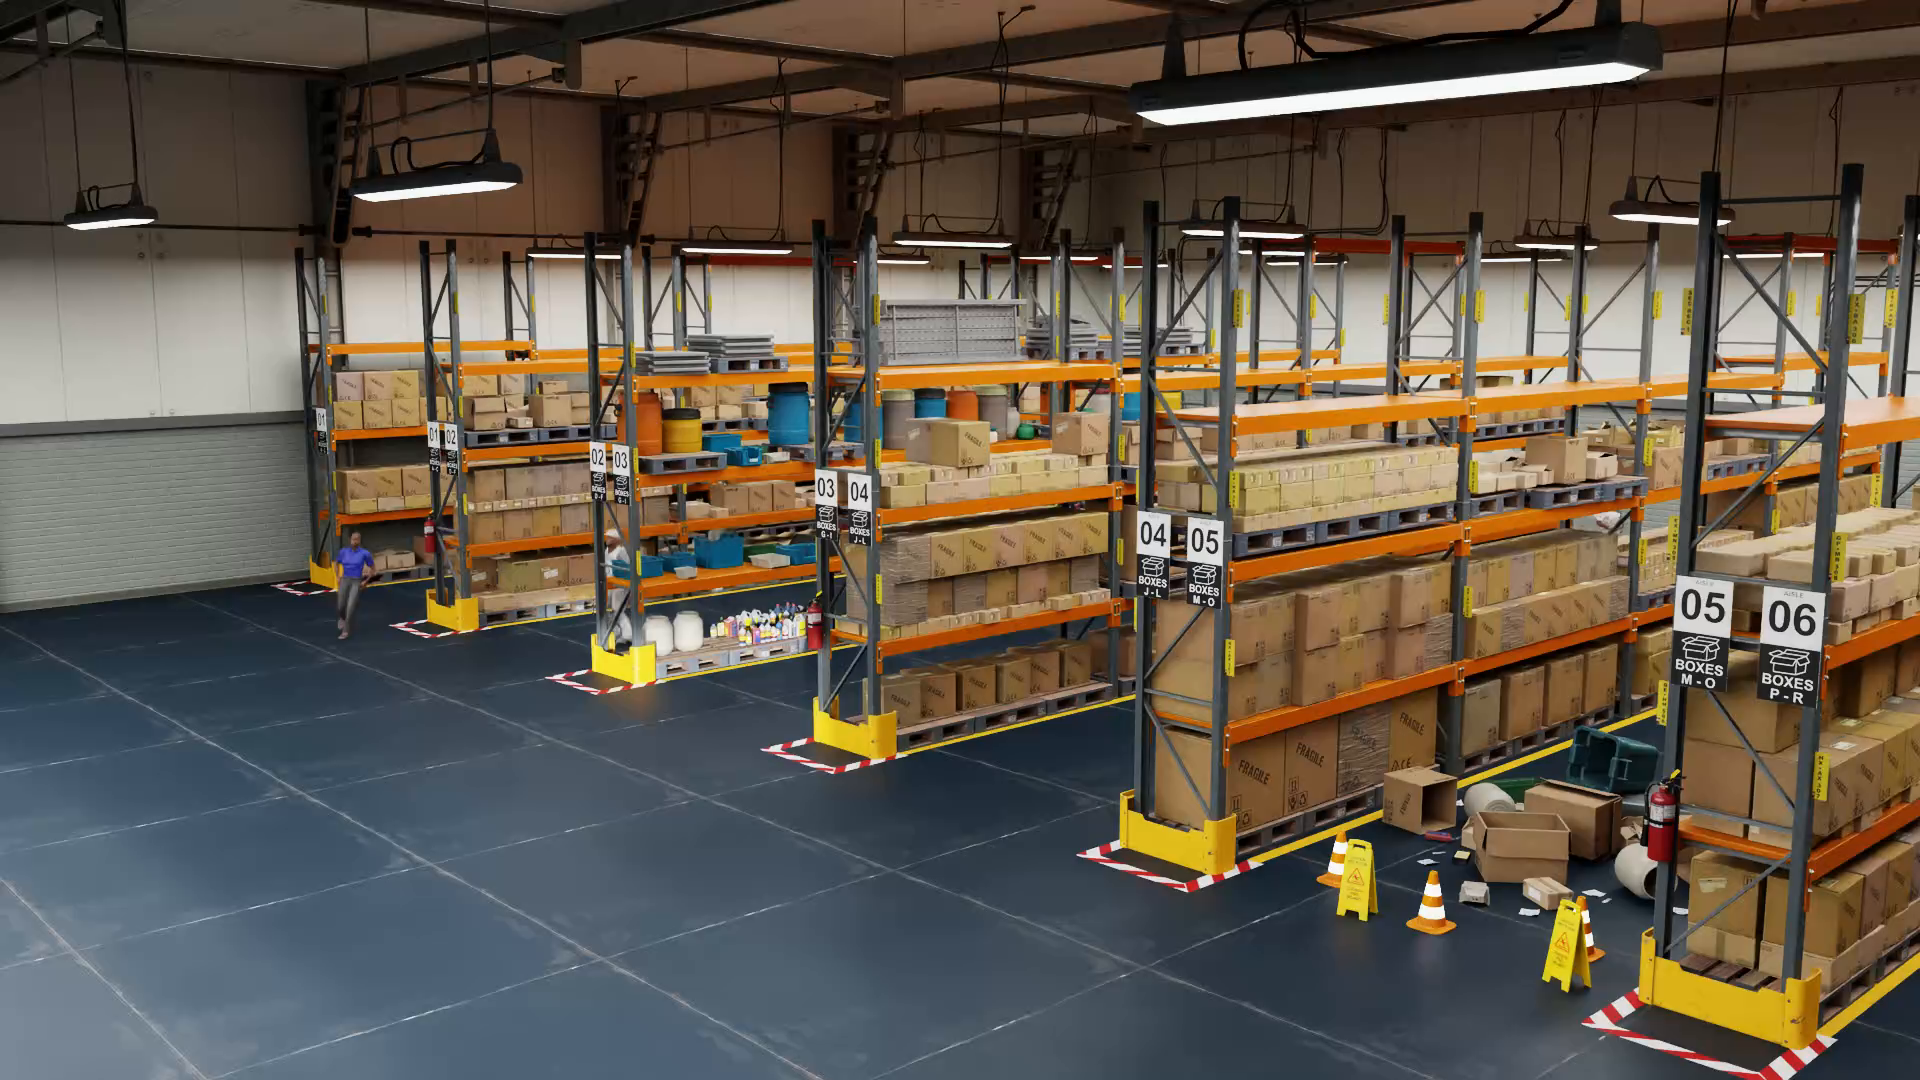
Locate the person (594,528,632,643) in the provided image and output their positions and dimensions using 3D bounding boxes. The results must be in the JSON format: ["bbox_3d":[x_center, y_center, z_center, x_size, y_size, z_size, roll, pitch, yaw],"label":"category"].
[{"bbox_3d":[-5.135,0.700,24.570,0.679,1.765,0.660,6,10,36],"label":"person"}]

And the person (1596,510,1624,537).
[{"bbox_3d":[11.726,-0.046,30.027,0.579,1.714,0.801,-2,9,-16],"label":"person"}]

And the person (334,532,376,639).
[{"bbox_3d":[-9.231,0.672,25.370,0.651,1.611,0.532,-1,8,-9],"label":"person"}]

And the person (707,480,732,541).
[{"bbox_3d":[-4.518,-0.312,31.543,0.611,1.755,0.692,-7,11,-39],"label":"person"}]
